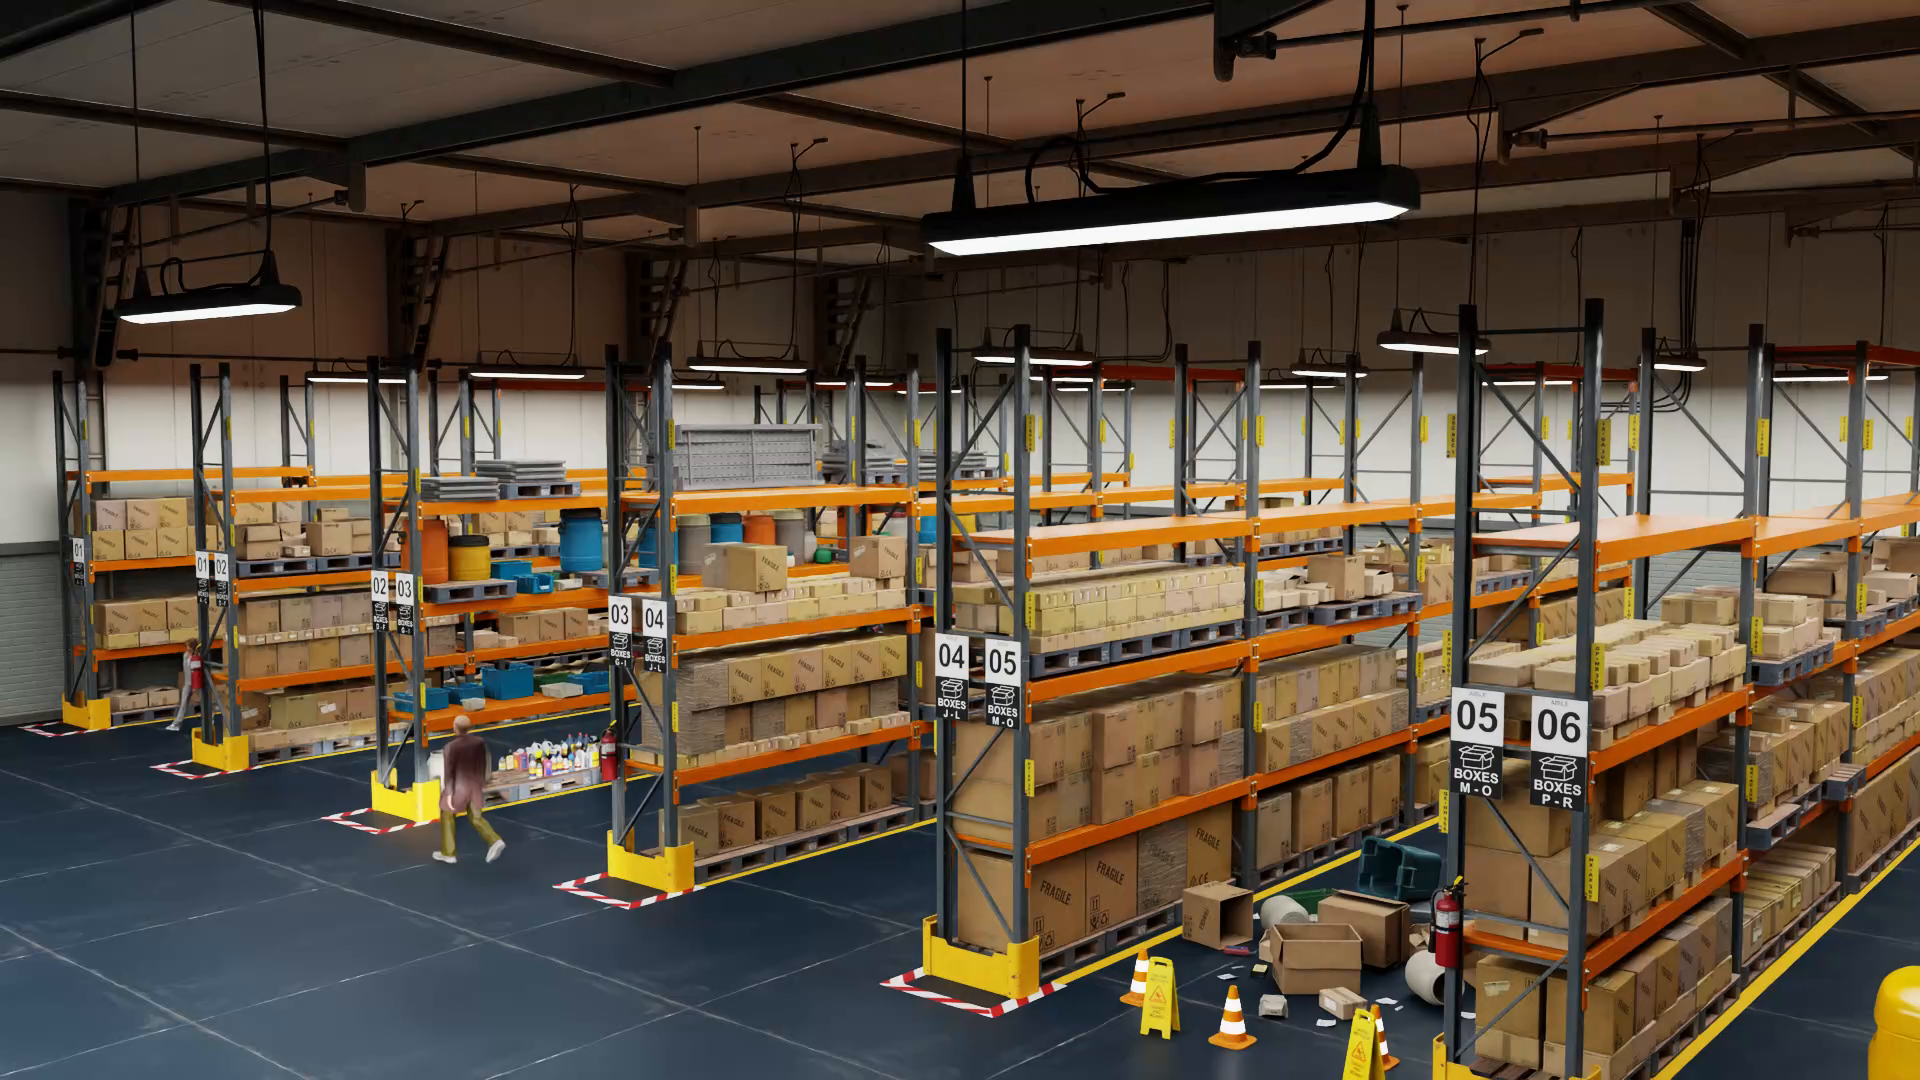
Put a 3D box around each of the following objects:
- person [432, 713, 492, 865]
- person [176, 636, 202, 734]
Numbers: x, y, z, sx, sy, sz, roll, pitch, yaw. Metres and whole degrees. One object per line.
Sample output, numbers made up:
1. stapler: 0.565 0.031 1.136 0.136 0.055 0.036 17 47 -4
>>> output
1. person: -5.787 2.926 19.315 0.615 1.675 0.686 -3 5 -32
2. person: -12.759 2.376 27.620 0.508 1.569 0.750 -2 5 -25
